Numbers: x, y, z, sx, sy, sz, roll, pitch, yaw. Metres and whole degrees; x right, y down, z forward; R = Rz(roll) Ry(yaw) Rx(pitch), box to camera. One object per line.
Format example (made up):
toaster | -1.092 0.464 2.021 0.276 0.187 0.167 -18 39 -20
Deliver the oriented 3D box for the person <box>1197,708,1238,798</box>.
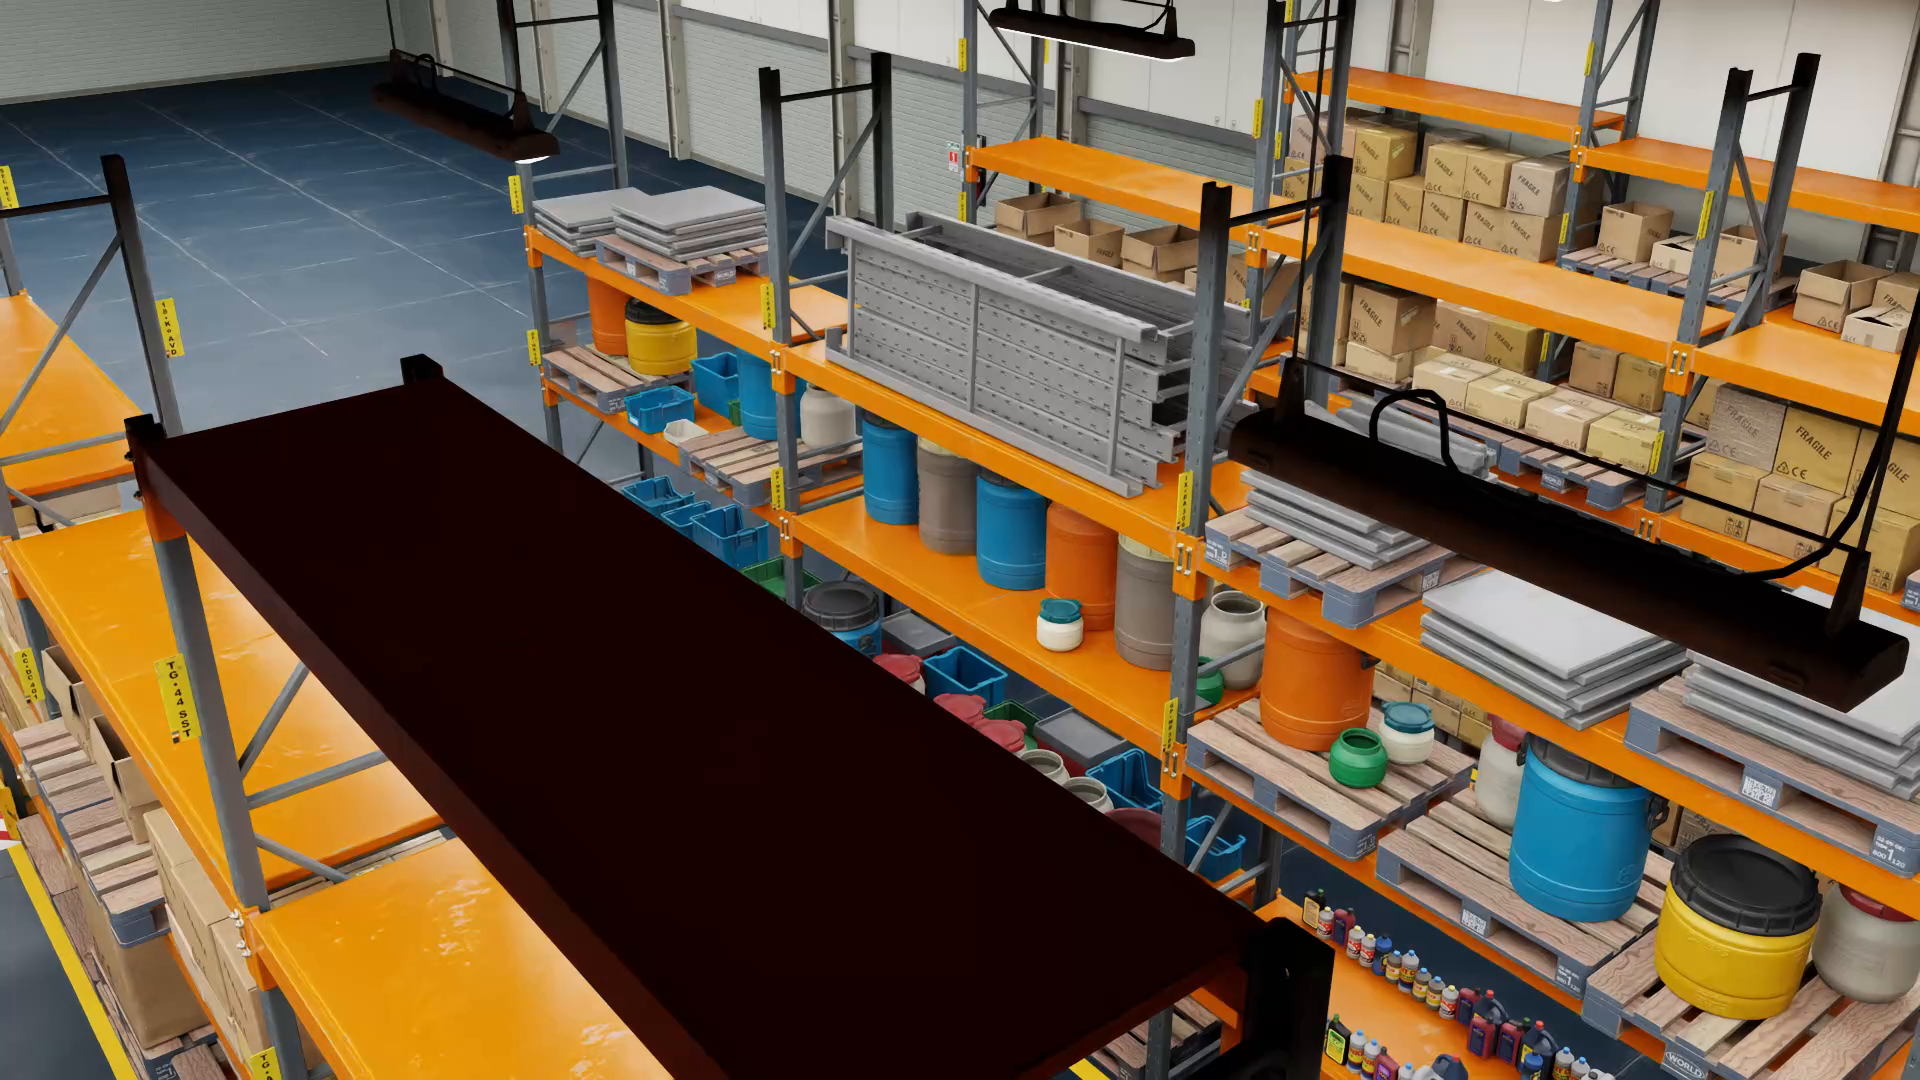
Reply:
person | 2.020 1.300 13.287 0.661 1.716 0.738 -13 29 -24
